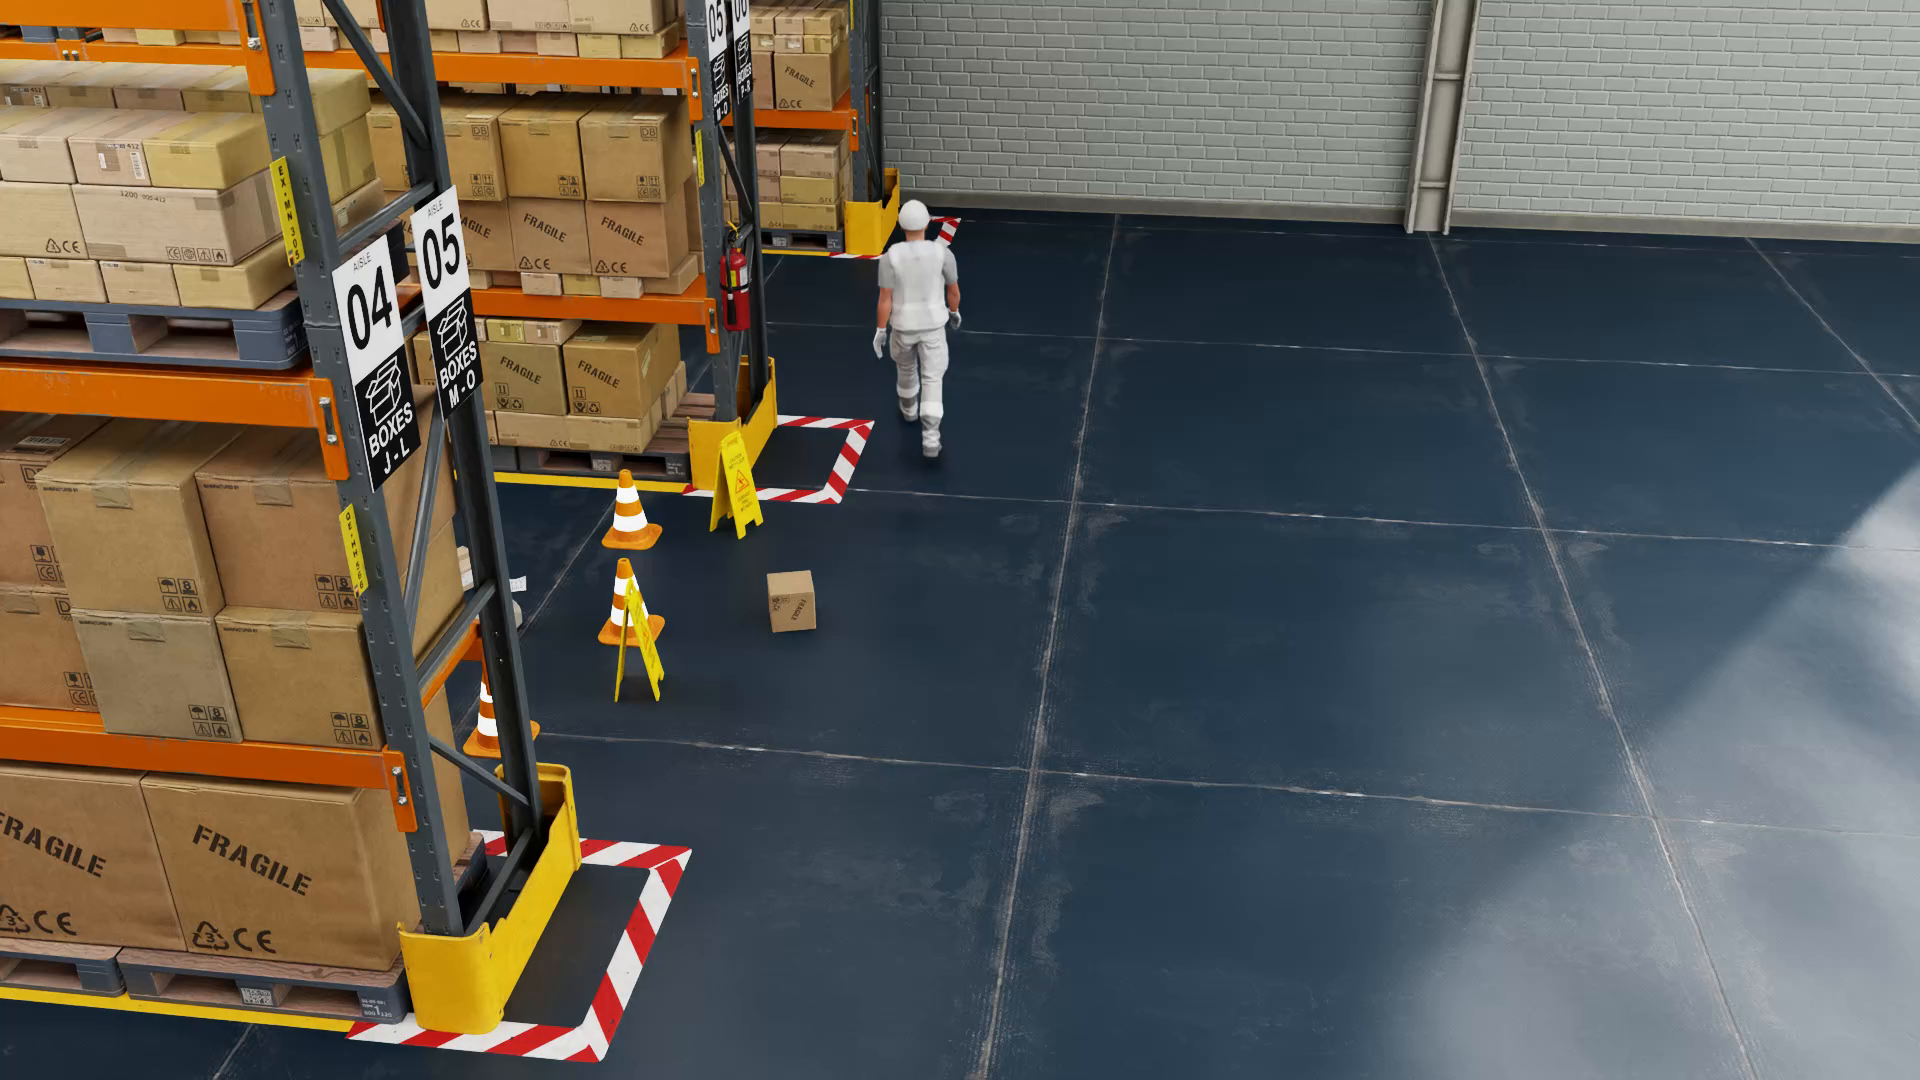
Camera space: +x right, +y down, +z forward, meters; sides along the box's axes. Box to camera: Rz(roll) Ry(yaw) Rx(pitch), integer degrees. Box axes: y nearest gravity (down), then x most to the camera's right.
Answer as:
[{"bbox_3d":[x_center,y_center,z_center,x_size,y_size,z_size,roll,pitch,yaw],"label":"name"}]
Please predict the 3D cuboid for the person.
[{"bbox_3d":[-0.291,-1.511,11.437,0.597,1.742,1.063,0,28,0],"label":"person"}]
